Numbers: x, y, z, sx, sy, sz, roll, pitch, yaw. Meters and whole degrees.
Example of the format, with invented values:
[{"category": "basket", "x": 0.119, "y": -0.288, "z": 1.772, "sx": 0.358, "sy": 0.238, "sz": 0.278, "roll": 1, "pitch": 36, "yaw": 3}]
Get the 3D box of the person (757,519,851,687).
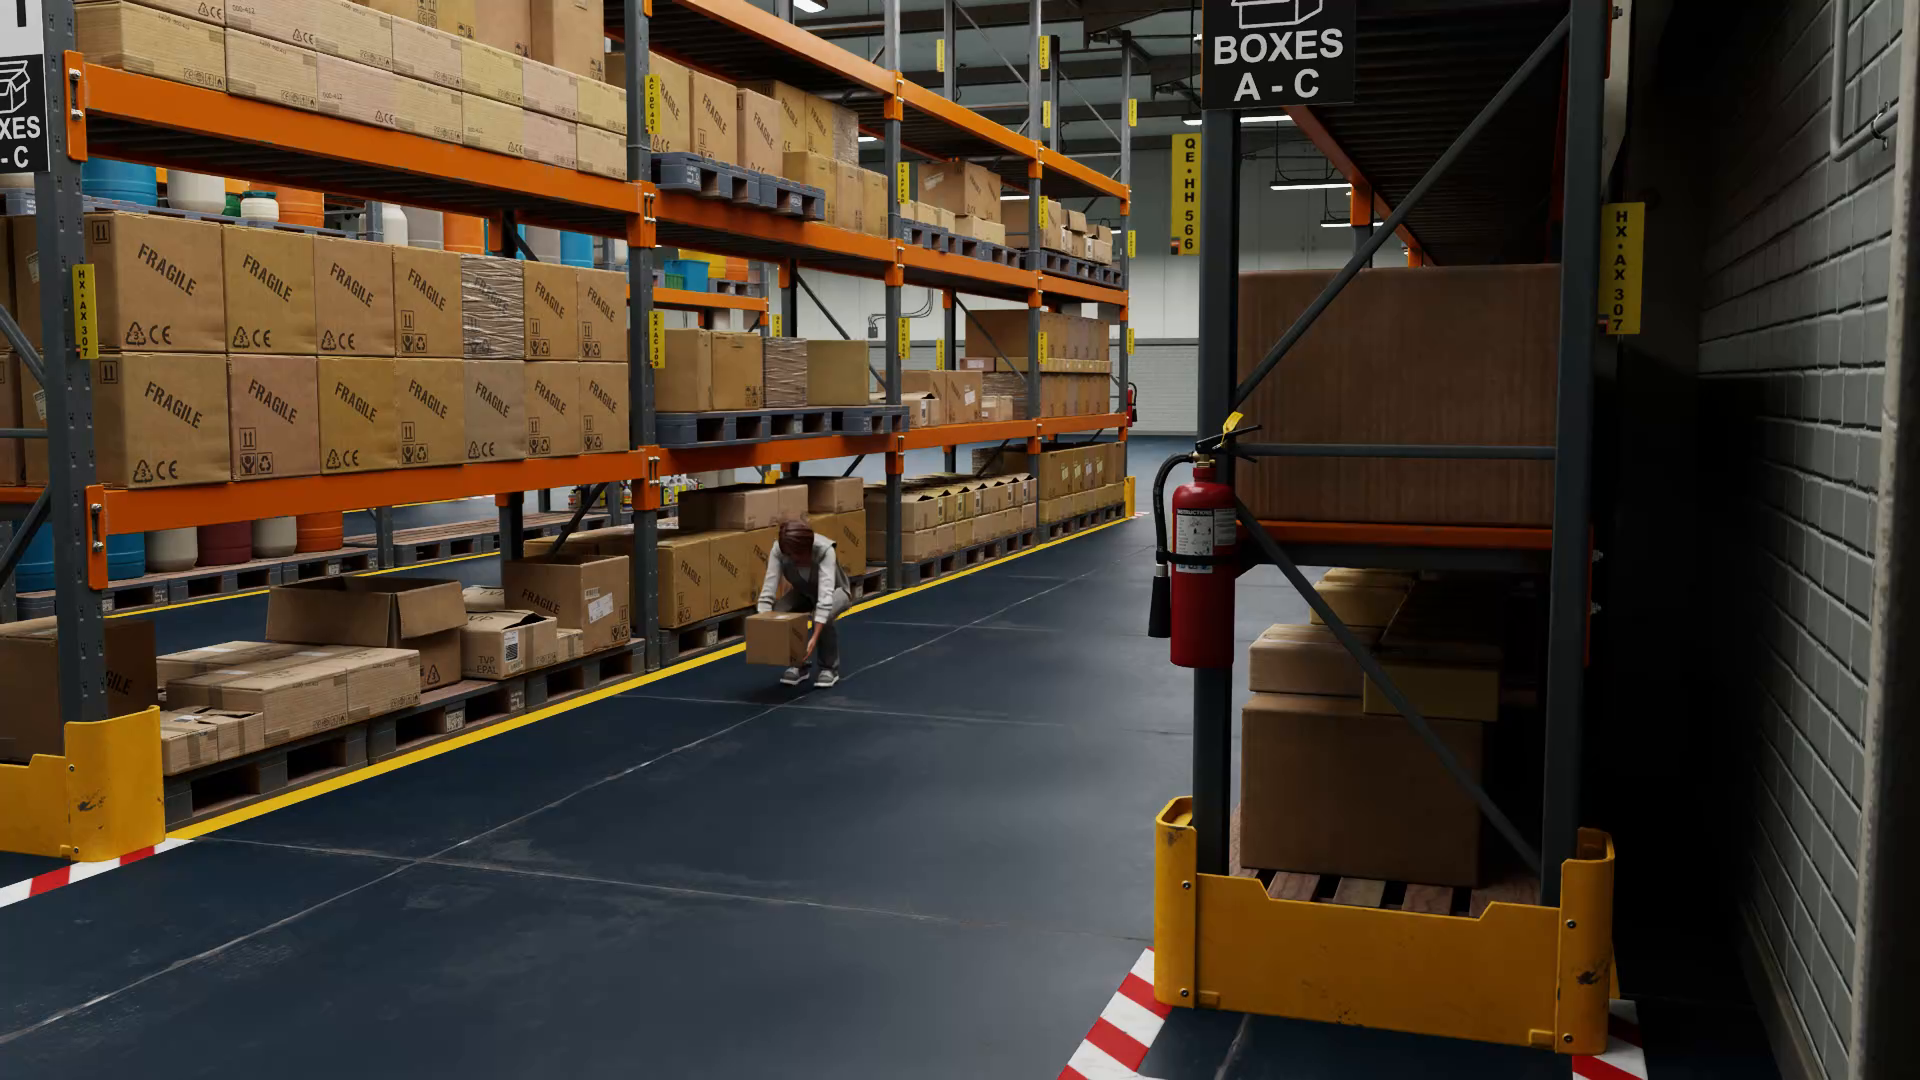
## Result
[{"category": "person", "x": -0.838, "y": 0.348, "z": 9.241, "sx": 0.451, "sy": 0.948, "sz": 0.784, "roll": 2, "pitch": 6, "yaw": 18}]
